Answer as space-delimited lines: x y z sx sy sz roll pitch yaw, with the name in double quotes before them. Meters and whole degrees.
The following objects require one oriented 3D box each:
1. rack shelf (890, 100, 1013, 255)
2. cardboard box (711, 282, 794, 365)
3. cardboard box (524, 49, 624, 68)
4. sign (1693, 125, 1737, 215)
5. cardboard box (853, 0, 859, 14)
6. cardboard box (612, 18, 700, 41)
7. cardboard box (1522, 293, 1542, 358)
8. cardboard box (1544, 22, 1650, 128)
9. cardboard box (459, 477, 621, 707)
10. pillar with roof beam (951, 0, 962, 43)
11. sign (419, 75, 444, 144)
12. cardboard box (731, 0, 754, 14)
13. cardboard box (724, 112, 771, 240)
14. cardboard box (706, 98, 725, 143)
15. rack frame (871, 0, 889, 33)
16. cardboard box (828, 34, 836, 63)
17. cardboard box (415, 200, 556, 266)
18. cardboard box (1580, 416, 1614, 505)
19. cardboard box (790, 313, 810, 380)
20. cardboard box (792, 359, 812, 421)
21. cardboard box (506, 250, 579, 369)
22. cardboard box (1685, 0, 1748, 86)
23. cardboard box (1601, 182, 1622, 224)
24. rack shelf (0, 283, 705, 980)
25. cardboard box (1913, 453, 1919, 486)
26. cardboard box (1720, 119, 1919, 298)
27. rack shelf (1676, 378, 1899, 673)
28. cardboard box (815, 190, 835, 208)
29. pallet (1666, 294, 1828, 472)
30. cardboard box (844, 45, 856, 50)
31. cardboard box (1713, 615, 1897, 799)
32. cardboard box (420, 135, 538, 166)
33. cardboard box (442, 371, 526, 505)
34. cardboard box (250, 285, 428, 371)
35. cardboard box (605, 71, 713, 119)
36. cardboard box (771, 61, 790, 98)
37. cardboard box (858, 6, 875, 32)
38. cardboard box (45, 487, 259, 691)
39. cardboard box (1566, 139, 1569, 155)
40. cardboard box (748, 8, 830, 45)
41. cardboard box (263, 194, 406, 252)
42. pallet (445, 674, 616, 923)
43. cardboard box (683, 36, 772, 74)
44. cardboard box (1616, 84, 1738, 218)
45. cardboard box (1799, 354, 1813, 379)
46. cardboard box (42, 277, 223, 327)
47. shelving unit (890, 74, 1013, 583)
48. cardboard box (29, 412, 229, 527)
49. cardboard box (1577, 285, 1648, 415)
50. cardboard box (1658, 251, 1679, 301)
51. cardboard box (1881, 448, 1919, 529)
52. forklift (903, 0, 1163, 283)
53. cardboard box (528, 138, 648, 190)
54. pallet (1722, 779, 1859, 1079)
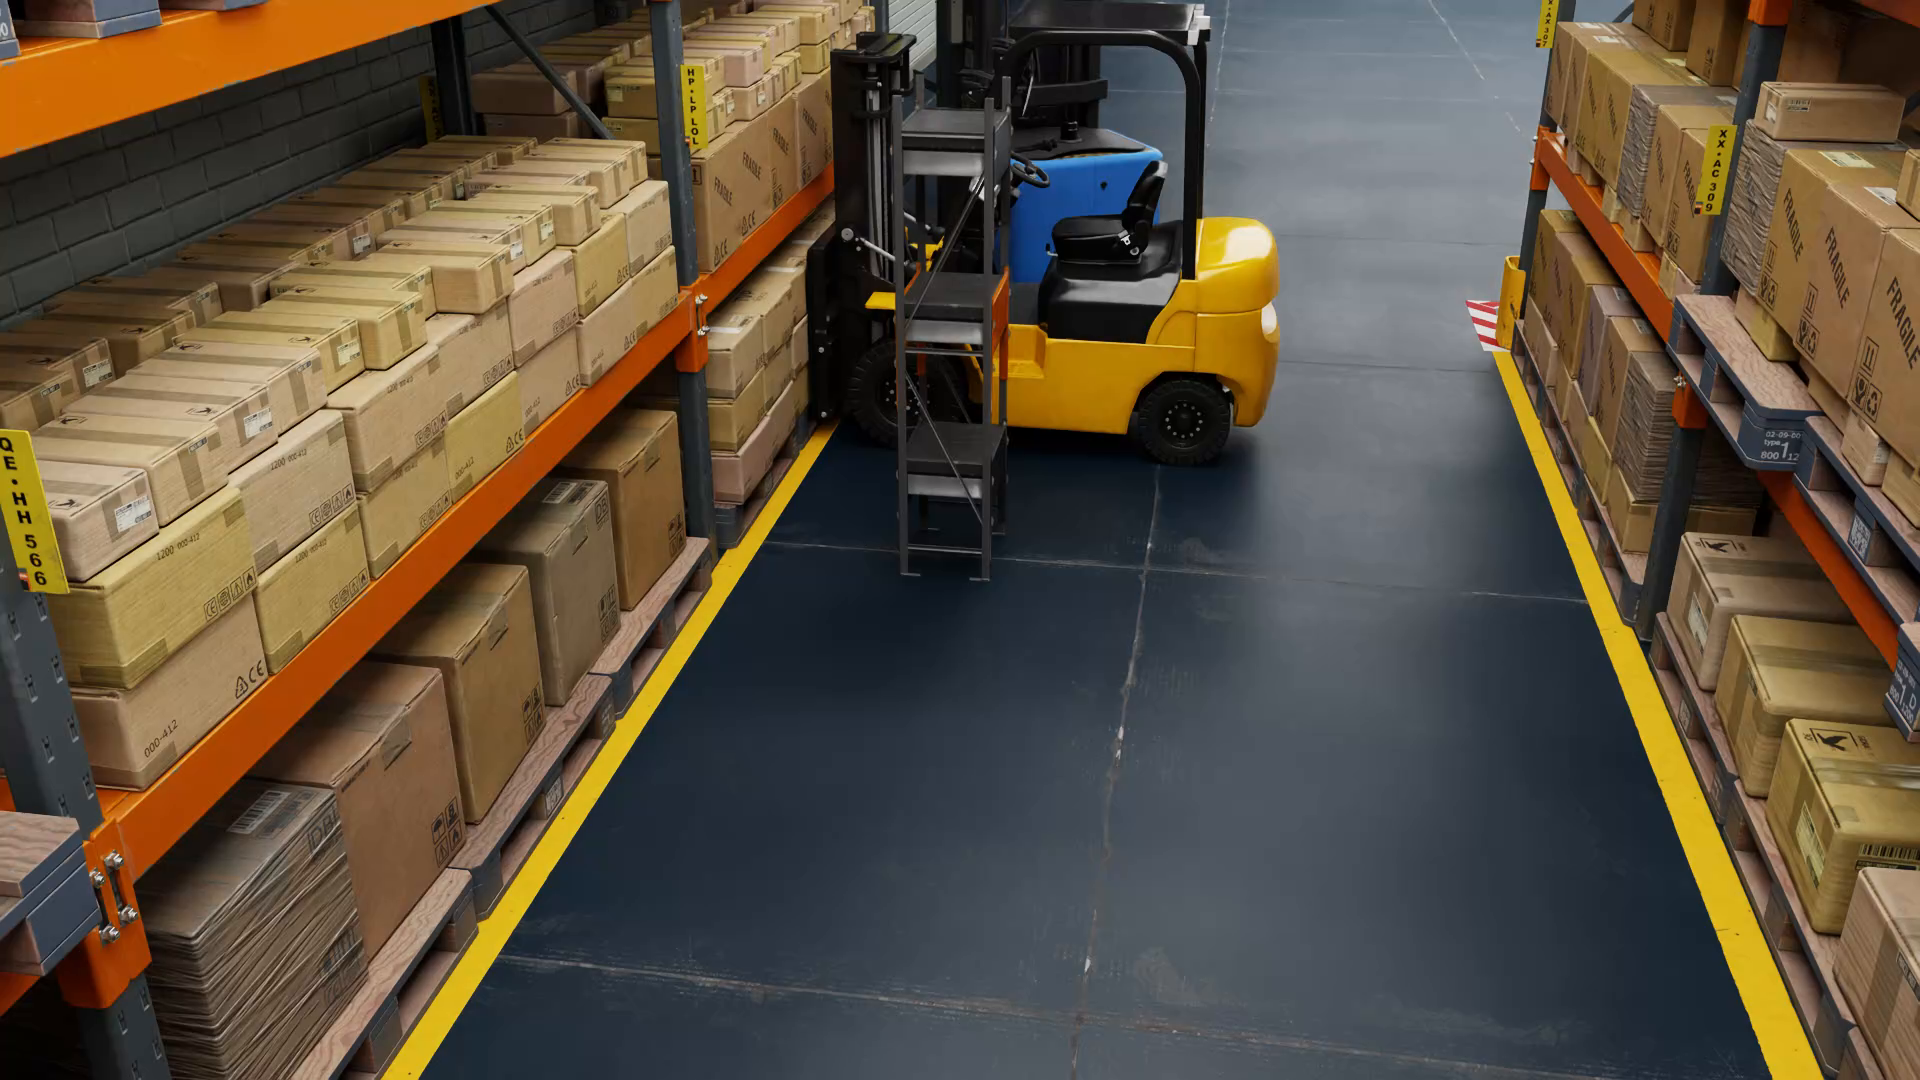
"rack shelf" -0.027 -1.503 6.866 0.431 0.518 0.480 4 25 9
"cardboard box" -1.115 -1.059 8.043 0.500 0.250 0.500 4 25 9
"cardboard box" -1.731 -2.110 7.485 0.380 0.149 0.250 4 25 8
"sign" 2.764 -1.352 6.079 0.100 0.325 0.005 4 25 9
"cardboard box" -0.803 -3.145 9.696 0.380 0.149 0.250 4 25 9
"cardboard box" -1.529 -2.533 8.390 0.380 0.149 0.250 5 25 10
"cardboard box" 3.550 -1.225 9.577 0.500 0.250 0.500 4 25 8
"cardboard box" 3.603 -2.600 9.297 0.500 0.500 0.500 4 25 8
"cardboard box" -1.806 0.160 6.175 0.875 0.625 0.625 4 25 8
"pillar with roof beam" 4.262 -10.150 18.819 9.100 9.000 0.400 4 25 9
"sign" -2.145 -1.734 6.801 0.100 0.325 0.005 4 25 9
"cardboard box" -1.369 -2.968 9.318 0.380 0.149 0.250 4 25 9
"cardboard box" -1.198 -1.700 7.725 0.500 0.500 0.500 4 25 9
"cardboard box" -1.244 -1.830 7.239 0.380 0.149 0.250 5 25 10
"rack frame" -0.943 -2.941 10.494 1.000 3.000 0.127 4 25 9
"cardboard box" -0.887 -2.684 9.064 0.380 0.149 0.250 3 25 7
"cardboard box" -1.567 -1.016 5.500 0.380 0.149 0.250 3 25 7
"cardboard box" 3.209 -0.360 7.728 0.500 0.250 0.500 3 25 7
"cardboard box" -1.039 -1.040 8.593 0.500 0.250 0.500 4 25 8
"cardboard box" -1.055 -0.821 8.715 0.500 0.250 0.500 4 25 9
"cardboard box" -1.591 -0.774 5.453 0.500 0.250 0.500 5 25 10
"cardboard box" 3.796 -2.372 7.631 0.700 0.500 0.500 4 25 8
"cardboard box" 3.293 -1.607 7.942 0.380 0.149 0.250 4 25 9
"rack shelf" -1.924 -0.106 5.286 1.077 0.370 4.000 4 25 9
"cardboard box" 2.602 -0.260 3.804 0.500 0.500 0.500 2 25 5
"cardboard box" 2.941 -1.119 5.639 0.500 0.500 0.500 5 25 10
"rack shelf" 2.974 0.237 4.554 1.077 0.370 4.000 4 25 9
"cardboard box" -0.788 -1.910 9.862 0.500 0.250 0.500 4 25 9
"pallet" 3.032 -0.529 5.568 1.003 0.211 1.213 4 25 9
"cardboard box" -0.859 -2.546 9.532 0.500 0.500 0.500 5 26 10
"cardboard box" 3.103 0.595 5.545 0.950 0.372 0.625 6 26 12
"cardboard box" -1.866 -1.475 6.479 0.380 0.149 0.250 3 25 7
"cardboard box" -1.686 -0.338 5.112 0.500 0.250 0.500 5 26 10
"cardboard box" -1.707 -0.587 4.584 0.380 0.149 0.250 5 25 10
"cardboard box" -1.252 -1.854 6.939 0.380 0.149 0.250 5 25 10
"cardboard box" -1.048 -2.255 8.147 0.380 0.149 0.250 3 25 7
"cardboard box" -0.723 -3.115 9.984 0.380 0.149 0.250 4 25 9
"cardboard box" -1.912 0.080 3.629 0.500 0.250 0.500 4 25 8
"cardboard box" 3.544 -2.145 9.091 0.380 0.149 0.250 3 25 7
"cardboard box" -0.903 -2.709 8.766 0.380 0.149 0.250 5 25 10
"cardboard box" -2.090 -1.051 5.574 0.380 0.149 0.250 4 25 8
"pallet" -1.876 0.818 5.754 1.003 0.211 1.213 4 25 9
"cardboard box" -1.106 -2.288 7.866 0.380 0.149 0.250 4 25 8
"cardboard box" 3.286 -1.742 7.464 0.500 0.500 0.500 5 25 10
"cardboard box" 2.878 -0.565 5.220 0.380 0.149 0.250 6 26 12
"cardboard box" -2.313 -0.627 4.668 0.380 0.149 0.250 4 25 8
"shelving unit" -0.027 -0.882 7.157 0.431 2.100 0.503 4 25 9
"cardboard box" -1.866 -0.159 3.667 0.380 0.149 0.250 5 25 10
"cardboard box" 3.296 -0.902 8.003 0.500 0.500 0.500 5 26 11
"cardboard box" 3.086 -1.072 6.798 0.380 0.149 0.250 5 25 10
"cardboard box" 2.643 -0.136 4.303 0.380 0.149 0.250 3 25 7
"forklift" 0.266 -3.298 11.337 1.130 2.935 3.031 -10 27 -20
"cardboard box" -1.434 -1.449 6.424 0.380 0.149 0.250 5 26 10
"pallet" 2.978 1.175 4.991 1.003 0.211 1.213 4 25 9
